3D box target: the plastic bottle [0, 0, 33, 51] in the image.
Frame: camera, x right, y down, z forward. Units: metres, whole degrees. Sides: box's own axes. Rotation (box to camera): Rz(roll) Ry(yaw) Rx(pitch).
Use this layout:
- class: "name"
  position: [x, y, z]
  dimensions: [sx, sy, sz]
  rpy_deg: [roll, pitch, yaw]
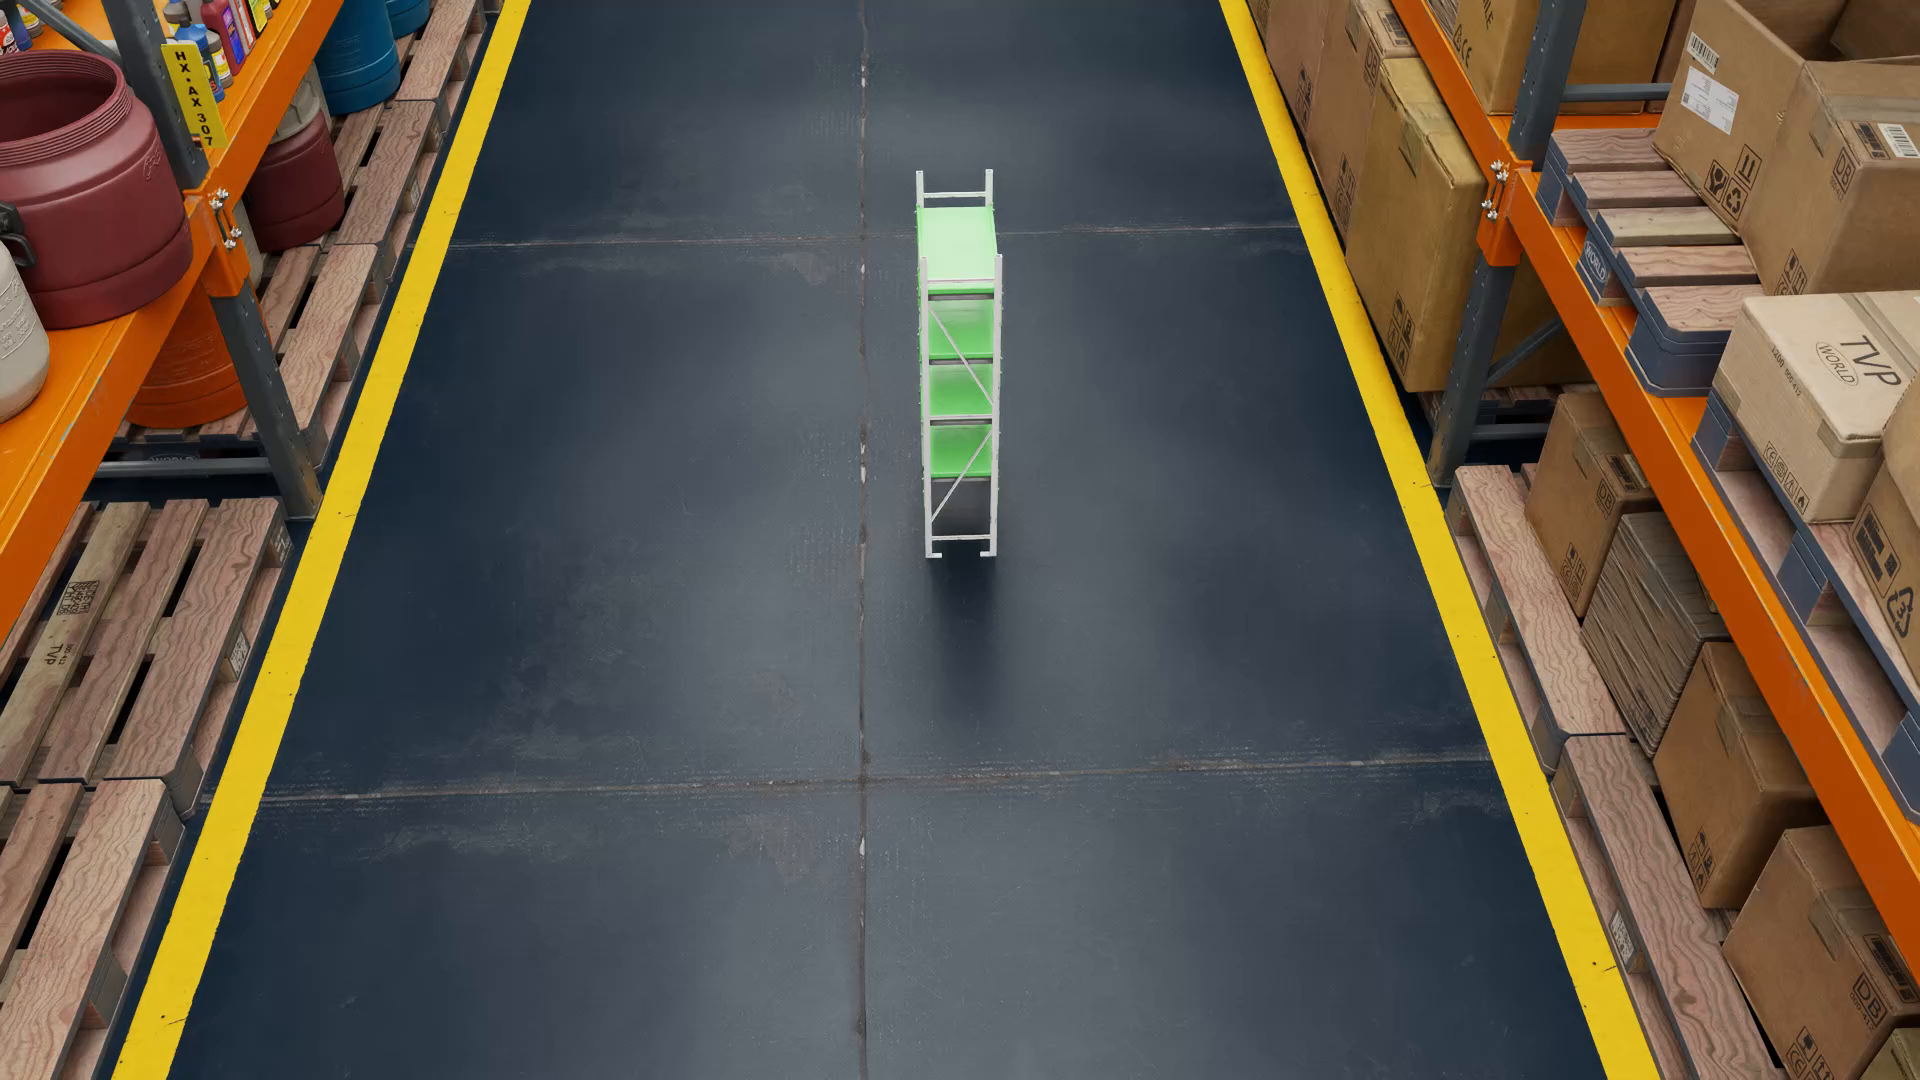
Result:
- class: "plastic bottle"
  position: [-3.206, -1.778, 5.565]
  dimensions: [0.097, 0.271, 0.097]
  rpy_deg: [0, 43, 0]

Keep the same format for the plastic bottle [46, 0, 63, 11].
- class: "plastic bottle"
  position: [-3.218, -1.949, 5.803]
  dimensions: [0.097, 0.201, 0.097]
  rpy_deg: [0, 43, 0]

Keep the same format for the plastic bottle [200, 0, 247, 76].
- class: "plastic bottle"
  position: [-2.422, -1.680, 5.450]
  dimensions: [0.061, 0.283, 0.133]
  rpy_deg: [-2, 43, -2]

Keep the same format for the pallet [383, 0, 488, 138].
- class: "pallet"
  position: [-2.937, -2.349, 8.156]
  dimensions: [1.003, 0.211, 1.213]
  rpy_deg: [-2, 43, -2]

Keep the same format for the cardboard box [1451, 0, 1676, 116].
- class: "cardboard box"
  position: [1.922, -1.704, 5.315]
  dimensions: [0.500, 0.500, 0.500]
  rpy_deg: [0, 43, 0]

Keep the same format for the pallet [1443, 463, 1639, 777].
- class: "pallet"
  position: [2.222, 0.215, 5.360]
  dimensions: [1.003, 0.211, 1.213]
  rpy_deg: [-2, 43, -2]

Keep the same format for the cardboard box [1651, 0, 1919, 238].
- class: "cardboard box"
  position: [2.254, -1.169, 4.421]
  dimensions: [0.500, 0.500, 0.500]
  rpy_deg: [-6, 43, -7]

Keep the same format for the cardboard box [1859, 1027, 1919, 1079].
- class: "cardboard box"
  position: [2.354, 1.381, 3.548]
  dimensions: [0.700, 0.500, 0.500]
  rpy_deg: [-2, 43, -2]

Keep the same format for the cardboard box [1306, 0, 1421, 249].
- class: "cardboard box"
  position: [2.152, -1.781, 6.735]
  dimensions: [1.225, 0.875, 0.875]
  rpy_deg: [-2, 43, -2]

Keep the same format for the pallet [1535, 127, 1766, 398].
- class: "pallet"
  position: [2.327, -0.792, 4.536]
  dimensions: [1.213, 0.211, 1.003]
  rpy_deg: [-2, 43, -2]

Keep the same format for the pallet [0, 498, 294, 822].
- class: "pallet"
  position: [-2.764, 0.353, 5.208]
  dimensions: [1.003, 0.211, 1.213]
  rpy_deg: [-2, 43, -2]

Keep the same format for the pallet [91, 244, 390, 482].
- class: "pallet"
  position: [-2.833, -0.702, 6.359]
  dimensions: [1.003, 0.211, 1.213]
  rpy_deg: [-2, 43, -2]

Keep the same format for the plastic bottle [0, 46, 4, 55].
- class: "plastic bottle"
  position: [-3.198, -1.620, 5.445]
  dimensions: [0.097, 0.201, 0.097]
  rpy_deg: [0, 43, 0]

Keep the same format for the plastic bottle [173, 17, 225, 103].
- class: "plastic bottle"
  position: [-2.431, -1.532, 5.296]
  dimensions: [0.097, 0.271, 0.097]
  rpy_deg: [0, 43, 0]

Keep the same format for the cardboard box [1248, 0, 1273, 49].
- class: "cardboard box"
  position: [2.068, -2.981, 8.044]
  dimensions: [1.225, 0.875, 0.875]
  rpy_deg: [-2, 43, -2]

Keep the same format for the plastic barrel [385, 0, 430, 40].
- class: "plastic barrel"
  position: [-2.922, -2.913, 7.950]
  dimensions: [0.600, 0.901, 0.708]
  rpy_deg: [-2, 43, -2]

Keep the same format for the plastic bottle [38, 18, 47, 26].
- class: "plastic bottle"
  position: [-3.214, -1.909, 5.708]
  dimensions: [0.097, 0.271, 0.097]
  rpy_deg: [0, 43, 0]

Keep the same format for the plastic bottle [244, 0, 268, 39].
- class: "plastic bottle"
  position: [-2.433, -1.861, 5.647]
  dimensions: [0.061, 0.283, 0.133]
  rpy_deg: [-2, 43, -2]

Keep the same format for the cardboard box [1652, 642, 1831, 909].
- class: "cardboard box"
  position: [2.306, 0.627, 4.371]
  dimensions: [0.700, 0.500, 0.500]
  rpy_deg: [2, 43, 2]

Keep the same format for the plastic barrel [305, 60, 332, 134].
- class: "plastic barrel"
  position: [-2.957, -1.907, 7.141]
  dimensions: [0.421, 0.512, 0.421]
  rpy_deg: [0, 43, 0]

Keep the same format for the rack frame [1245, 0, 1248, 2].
- class: "rack frame"
  position: [2.021, -4.041, 7.939]
  dimensions: [1.000, 3.000, 0.127]
  rpy_deg: [-2, 43, -2]

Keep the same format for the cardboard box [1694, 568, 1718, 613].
- class: "cardboard box"
  position: [2.282, -0.049, 4.553]
  dimensions: [0.500, 0.250, 0.500]
  rpy_deg: [3, 43, 3]

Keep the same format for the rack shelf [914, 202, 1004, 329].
- class: "rack shelf"
  position: [-0.007, -0.861, 5.185]
  dimensions: [0.258, 0.148, 0.480]
  rpy_deg: [-2, 43, -2]

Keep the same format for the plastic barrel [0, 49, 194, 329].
- class: "plastic barrel"
  position: [-2.435, -0.944, 4.460]
  dimensions: [0.600, 0.536, 0.708]
  rpy_deg: [-2, 43, -2]

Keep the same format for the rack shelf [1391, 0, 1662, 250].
- class: "rack shelf"
  position: [2.106, -2.426, 6.709]
  dimensions: [1.077, 0.370, 4.000]
  rpy_deg: [-2, 43, -2]

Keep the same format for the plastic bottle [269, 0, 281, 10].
- class: "plastic bottle"
  position: [-2.443, -2.017, 5.817]
  dimensions: [0.061, 0.283, 0.133]
  rpy_deg: [-2, 43, -2]

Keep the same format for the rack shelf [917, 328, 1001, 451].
- class: "rack shelf"
  position: [-0.007, -0.507, 5.510]
  dimensions: [0.258, 0.148, 0.480]
  rpy_deg: [-2, 43, -2]

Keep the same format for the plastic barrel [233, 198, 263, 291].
- class: "plastic barrel"
  position: [-2.909, -1.145, 6.309]
  dimensions: [0.421, 0.512, 0.421]
  rpy_deg: [0, 43, 0]

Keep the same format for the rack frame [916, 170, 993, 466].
- class: "rack frame"
  position: [-0.017, -0.719, 5.646]
  dimensions: [0.240, 1.200, 0.015]
  rpy_deg: [-2, 43, -2]

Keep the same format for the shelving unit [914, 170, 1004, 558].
- class: "shelving unit"
  position: [-0.007, -0.554, 5.466]
  dimensions: [0.258, 1.200, 0.503]
  rpy_deg: [-2, 43, -2]

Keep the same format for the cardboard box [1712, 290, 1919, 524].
- class: "cardboard box"
  position: [2.032, -0.302, 3.660]
  dimensions: [0.500, 0.250, 0.500]
  rpy_deg: [-3, 43, -3]

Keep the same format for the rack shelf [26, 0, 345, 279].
- class: "rack shelf"
  position: [-2.843, -2.284, 6.554]
  dimensions: [1.077, 0.370, 4.000]
  rpy_deg: [-2, 43, -2]

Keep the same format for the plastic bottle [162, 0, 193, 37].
- class: "plastic bottle"
  position: [-2.597, -1.723, 5.557]
  dimensions: [0.097, 0.201, 0.097]
  rpy_deg: [0, 43, 0]

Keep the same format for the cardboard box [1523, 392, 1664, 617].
- class: "cardboard box"
  position: [2.239, -0.130, 5.196]
  dimensions: [0.700, 0.500, 0.500]
  rpy_deg: [-4, 43, -4]

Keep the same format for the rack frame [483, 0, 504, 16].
- class: "rack frame"
  position: [-2.928, -3.899, 7.784]
  dimensions: [1.000, 3.000, 0.127]
  rpy_deg: [-2, 43, -2]
